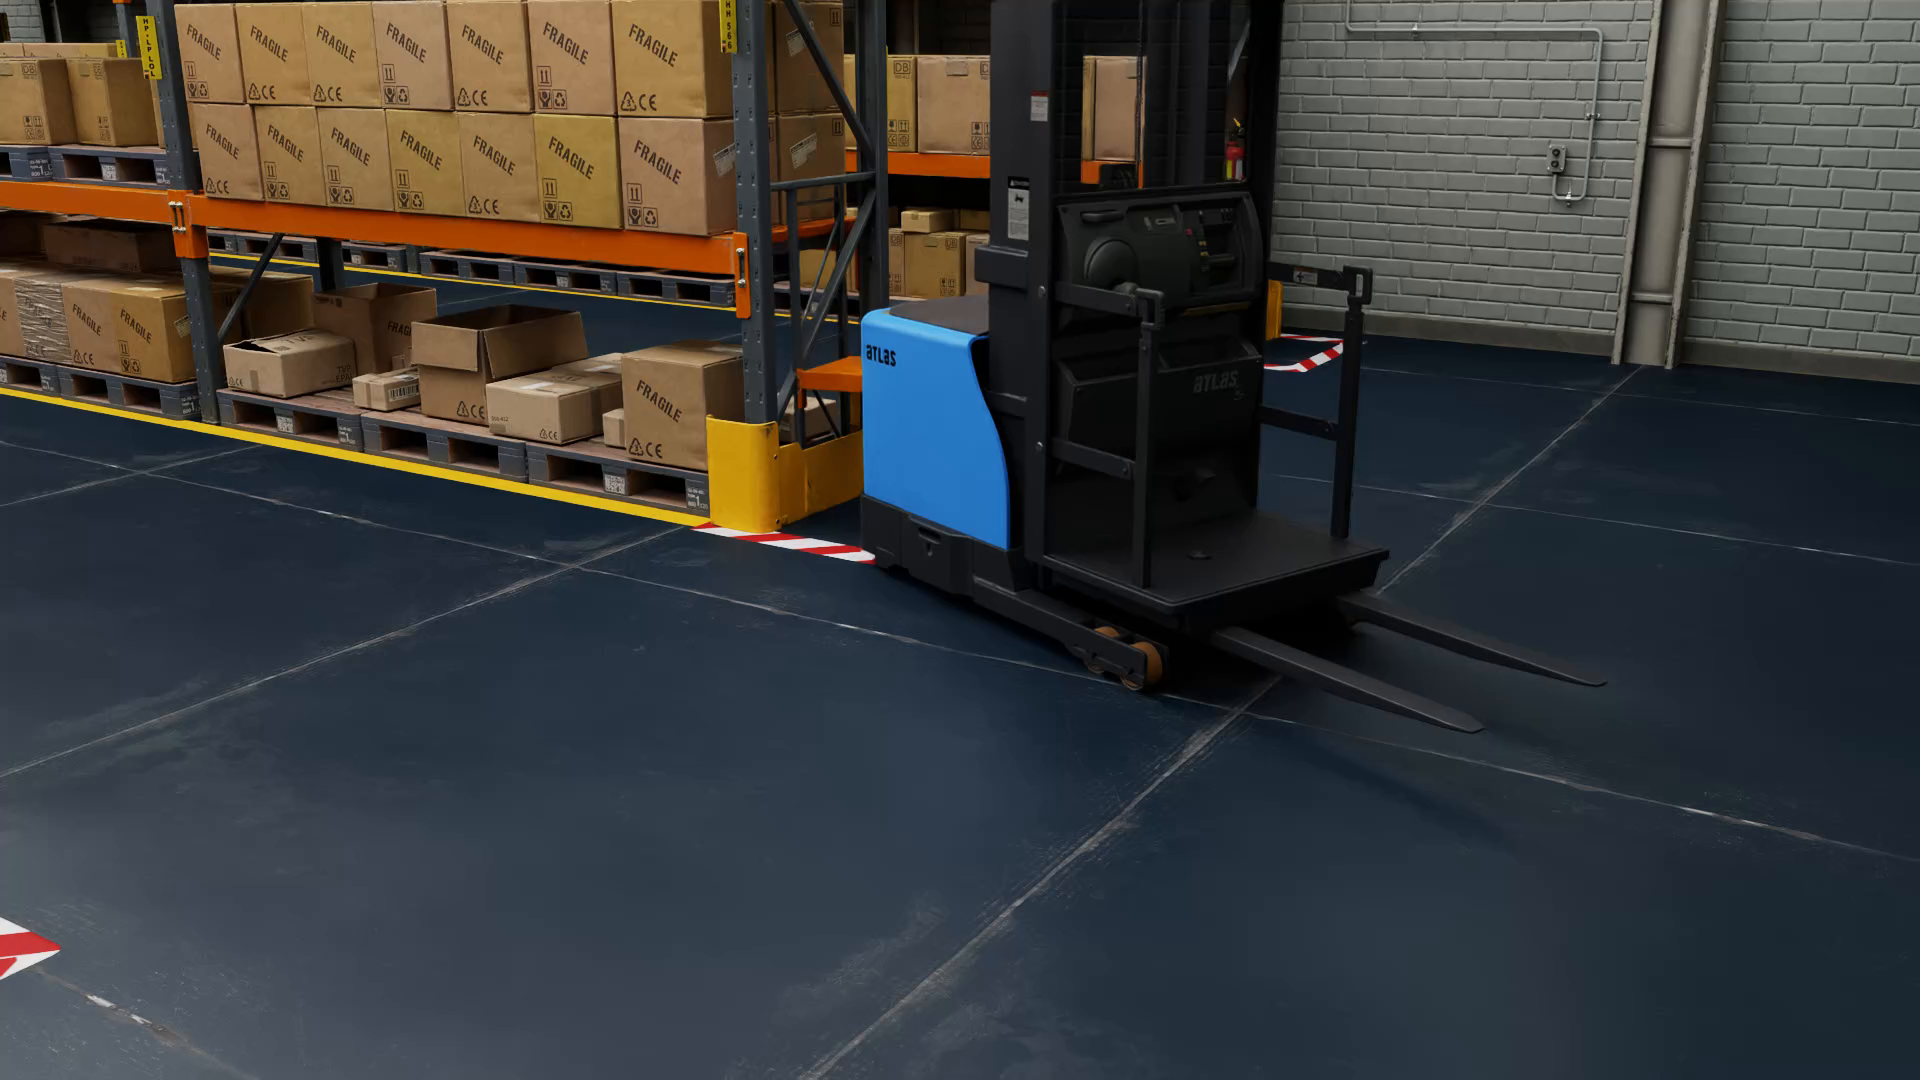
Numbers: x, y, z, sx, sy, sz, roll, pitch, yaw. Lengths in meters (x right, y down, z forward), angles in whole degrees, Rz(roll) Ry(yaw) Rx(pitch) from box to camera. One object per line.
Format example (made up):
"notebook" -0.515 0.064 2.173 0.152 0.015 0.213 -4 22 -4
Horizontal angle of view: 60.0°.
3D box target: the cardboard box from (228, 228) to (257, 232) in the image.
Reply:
"cardboard box" -7.186 -3.509 17.315 0.500 0.500 0.700 10 19 29

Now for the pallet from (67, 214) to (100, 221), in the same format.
"pallet" -9.923 -3.613 18.911 1.213 0.211 1.003 10 20 30

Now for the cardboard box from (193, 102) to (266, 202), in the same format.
"cardboard box" -3.770 -2.127 9.050 0.500 0.500 0.500 11 20 31

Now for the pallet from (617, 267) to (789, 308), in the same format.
"pallet" -2.169 -2.216 14.313 1.213 0.211 1.003 10 20 30

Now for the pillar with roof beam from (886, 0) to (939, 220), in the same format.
"pillar with roof beam" -2.676 -5.363 9.555 0.400 9.000 9.100 10 20 30

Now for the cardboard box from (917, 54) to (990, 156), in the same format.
"cardboard box" 0.226 -3.288 12.528 0.700 0.700 0.980 9 19 27

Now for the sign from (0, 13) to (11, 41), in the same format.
"sign" -11.390 -6.116 19.820 0.005 0.325 0.100 10 20 30

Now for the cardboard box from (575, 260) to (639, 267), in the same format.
"cardboard box" -2.853 -2.825 14.496 0.750 0.750 0.750 11 20 32

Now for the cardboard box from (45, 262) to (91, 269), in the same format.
"cardboard box" -5.659 -1.606 11.050 0.500 0.500 0.500 9 19 28

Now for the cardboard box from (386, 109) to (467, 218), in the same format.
"cardboard box" -2.472 -1.896 8.290 0.500 0.500 0.500 10 19 29

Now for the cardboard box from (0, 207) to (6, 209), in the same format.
"cardboard box" -11.155 -4.073 19.499 0.500 0.311 0.500 8 19 24

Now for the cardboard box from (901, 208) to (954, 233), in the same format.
"cardboard box" -0.247 -2.451 12.751 0.250 0.149 0.380 9 19 28

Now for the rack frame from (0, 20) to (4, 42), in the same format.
"rack frame" -11.697 -5.277 19.592 0.127 3.000 1.000 10 20 30

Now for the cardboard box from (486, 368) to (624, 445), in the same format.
"cardboard box" -2.039 -0.684 8.446 0.500 0.250 0.500 10 20 30

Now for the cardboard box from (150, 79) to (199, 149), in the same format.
"cardboard box" -4.348 -2.600 9.886 0.500 0.500 0.700 4 17 12

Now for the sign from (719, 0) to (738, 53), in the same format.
"sign" -0.960 -2.186 6.882 0.005 0.325 0.100 10 20 30

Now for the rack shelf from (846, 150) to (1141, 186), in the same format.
"rack shelf" 0.232 -2.803 12.686 4.000 0.370 1.077 10 20 30

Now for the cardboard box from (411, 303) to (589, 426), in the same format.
"cardboard box" -2.458 -0.956 8.904 0.637 0.503 0.797 10 20 30

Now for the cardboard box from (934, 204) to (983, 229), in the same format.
"cardboard box" -0.018 -2.541 13.046 0.250 0.149 0.380 10 20 31

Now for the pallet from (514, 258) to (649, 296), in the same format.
"pallet" -3.213 -2.401 14.923 1.213 0.211 1.003 10 20 30

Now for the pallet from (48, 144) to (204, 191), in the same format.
"pallet" -4.685 -2.281 10.059 1.213 0.211 1.003 10 20 30

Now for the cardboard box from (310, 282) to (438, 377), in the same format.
"cardboard box" -3.427 -1.222 9.787 0.500 0.500 0.500 10 20 30

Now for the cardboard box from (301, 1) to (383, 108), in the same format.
"cardboard box" -2.929 -2.452 8.401 0.500 0.500 0.500 9 19 28

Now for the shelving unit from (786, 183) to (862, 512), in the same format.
"shelving unit" -0.178 -0.881 7.594 1.083 1.500 0.587 6 16 23

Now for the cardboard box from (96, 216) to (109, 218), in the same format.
"cardboard box" -9.194 -3.831 18.375 0.500 0.500 0.500 8 19 26

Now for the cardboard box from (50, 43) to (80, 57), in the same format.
"cardboard box" -9.282 -5.035 17.728 0.500 0.500 0.500 10 20 30

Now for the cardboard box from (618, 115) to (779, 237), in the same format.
"cardboard box" -1.177 -1.664 7.527 0.500 0.500 0.500 11 20 32

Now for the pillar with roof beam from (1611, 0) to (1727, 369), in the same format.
"pillar with roof beam" 2.437 -4.451 6.551 0.400 9.000 9.100 10 20 30

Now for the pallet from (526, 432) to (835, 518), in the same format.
"pallet" -1.397 -0.414 8.381 1.213 0.211 1.003 10 20 30

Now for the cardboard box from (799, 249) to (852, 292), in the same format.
"cardboard box" -0.888 -2.317 13.427 0.500 0.500 0.700 10 20 31

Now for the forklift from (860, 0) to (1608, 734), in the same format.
"forklift" 0.854 -1.047 5.786 1.130 2.935 3.031 -12 21 -34

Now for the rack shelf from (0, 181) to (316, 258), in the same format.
"rack shelf" -5.765 -2.184 10.648 4.000 0.370 1.077 10 20 30

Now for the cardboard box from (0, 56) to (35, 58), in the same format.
"cardboard box" -6.195 -2.827 10.632 0.500 0.500 0.700 15 22 40

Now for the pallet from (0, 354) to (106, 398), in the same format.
"pallet" -5.818 -1.189 10.934 1.213 0.211 1.003 10 20 30

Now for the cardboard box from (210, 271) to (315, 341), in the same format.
"cardboard box" -4.346 -1.372 10.282 0.500 0.500 0.500 9 19 28

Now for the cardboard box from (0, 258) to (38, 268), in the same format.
"cardboard box" -6.358 -1.551 10.870 0.500 0.500 0.500 10 19 29

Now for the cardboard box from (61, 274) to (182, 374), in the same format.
"cardboard box" -5.049 -1.320 10.109 0.500 0.500 0.500 10 20 30

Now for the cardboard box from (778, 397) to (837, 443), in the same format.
"cardboard box" -0.830 -0.611 8.379 0.250 0.149 0.380 10 20 30

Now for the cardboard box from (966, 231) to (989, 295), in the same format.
"cardboard box" 0.432 -2.082 12.653 0.500 0.500 0.700 9 19 28

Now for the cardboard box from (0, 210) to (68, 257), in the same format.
"cardboard box" -6.500 -2.114 11.433 0.500 0.250 0.500 11 20 32

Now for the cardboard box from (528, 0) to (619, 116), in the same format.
"cardboard box" -1.607 -2.218 7.630 0.500 0.500 0.500 11 20 32

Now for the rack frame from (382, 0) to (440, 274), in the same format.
"rack frame" -4.880 -4.060 15.586 0.127 3.000 1.000 10 20 30

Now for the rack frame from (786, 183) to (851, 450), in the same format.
"rack frame" -0.653 -0.929 7.794 0.032 1.500 0.500 6 16 23
